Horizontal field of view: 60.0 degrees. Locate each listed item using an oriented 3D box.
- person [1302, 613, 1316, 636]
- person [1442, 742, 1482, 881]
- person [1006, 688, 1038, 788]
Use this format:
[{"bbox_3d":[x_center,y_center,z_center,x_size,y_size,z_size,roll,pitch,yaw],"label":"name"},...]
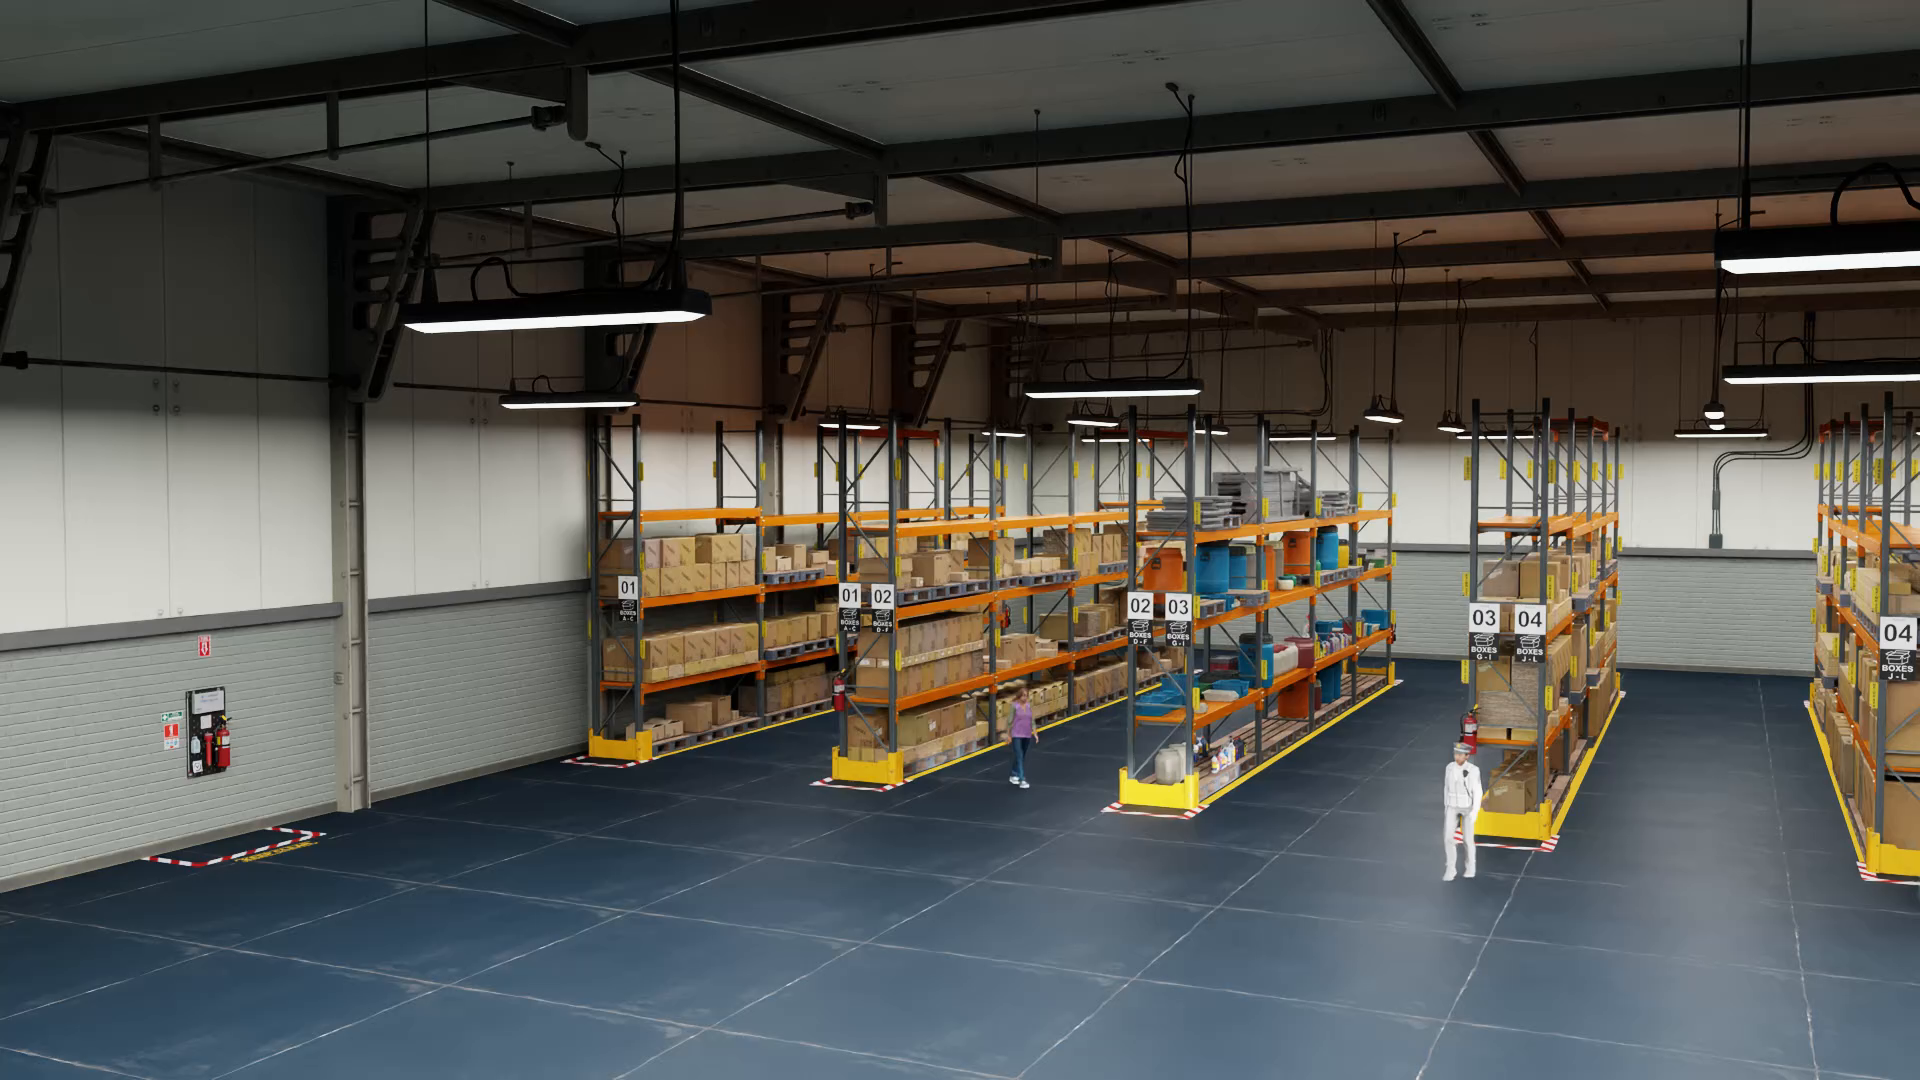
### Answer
[{"bbox_3d":[8.024,2.557,37.929,0.512,1.803,0.547,0,2,2],"label":"person"},{"bbox_3d":[6.167,3.346,20.439,0.521,1.731,0.539,-2,3,-44],"label":"person"},{"bbox_3d":[0.986,3.128,26.353,0.481,1.560,0.806,-2,3,-36],"label":"person"}]
